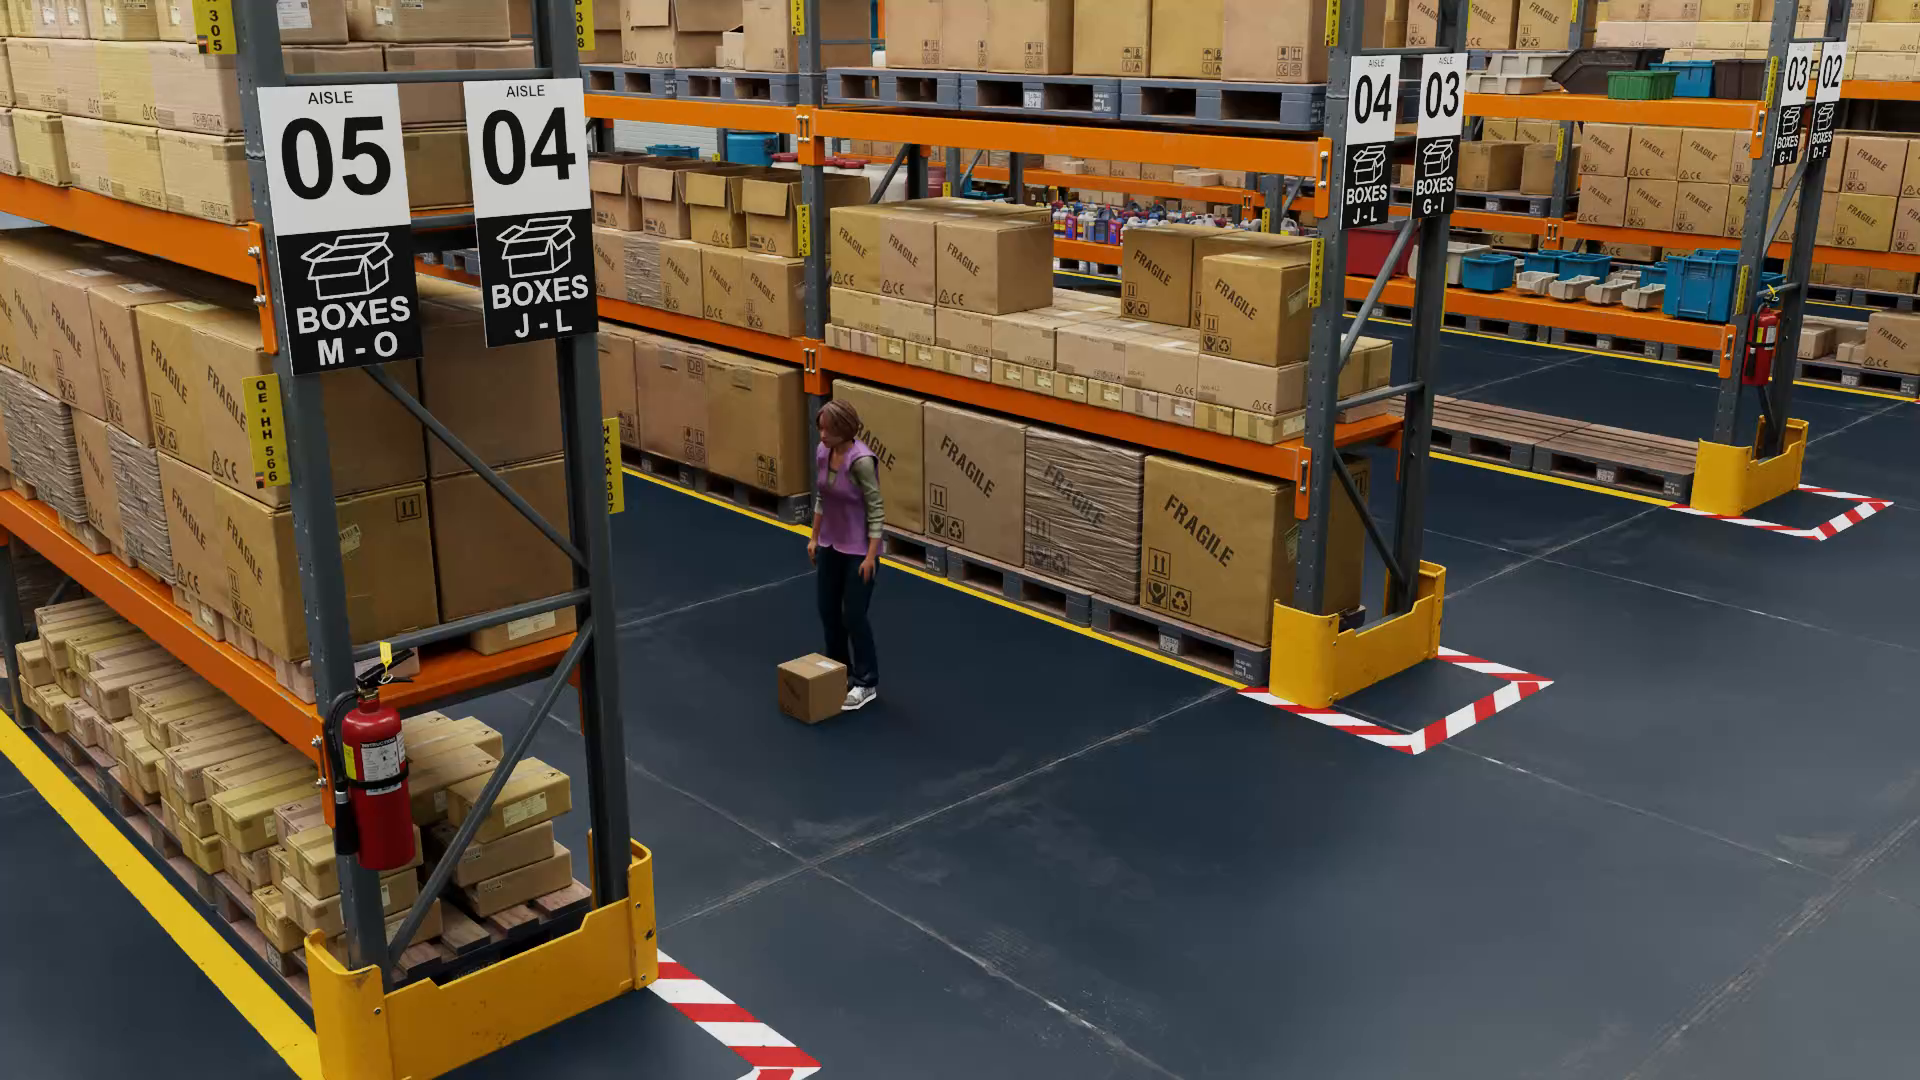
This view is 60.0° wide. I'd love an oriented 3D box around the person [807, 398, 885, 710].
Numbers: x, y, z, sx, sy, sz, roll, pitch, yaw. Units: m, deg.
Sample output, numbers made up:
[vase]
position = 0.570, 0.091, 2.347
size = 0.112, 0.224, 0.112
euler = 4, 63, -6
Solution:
[person]
position = -0.573, 0.058, 8.382
size = 0.483, 1.594, 0.340
euler = 16, 24, 42
